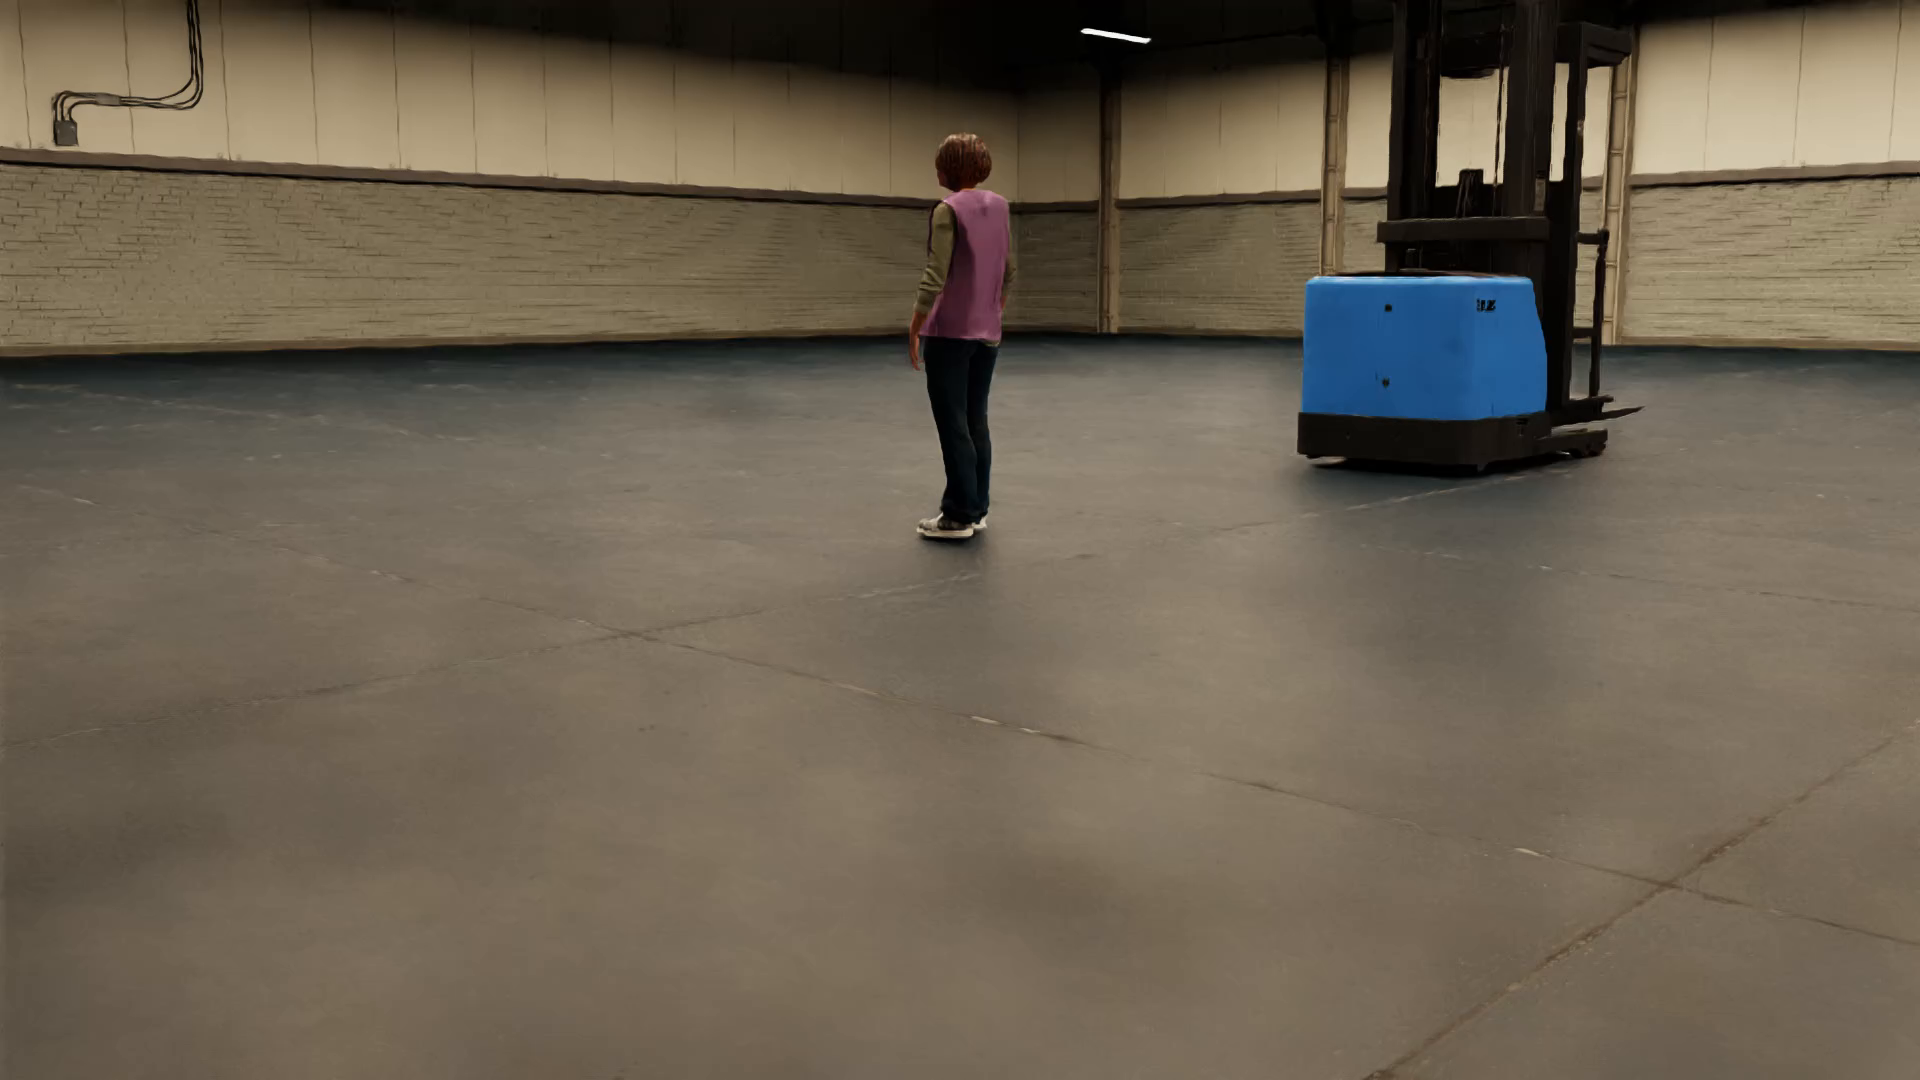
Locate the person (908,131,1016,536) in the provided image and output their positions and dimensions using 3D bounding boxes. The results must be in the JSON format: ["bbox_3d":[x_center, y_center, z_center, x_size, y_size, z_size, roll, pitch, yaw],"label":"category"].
[{"bbox_3d":[-0.044,-0.796,6.660,0.474,1.578,0.520,8,12,43],"label":"person"}]

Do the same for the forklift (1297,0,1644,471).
[{"bbox_3d":[3.310,-1.989,10.083,1.130,2.935,3.031,8,12,42],"label":"forklift"}]
